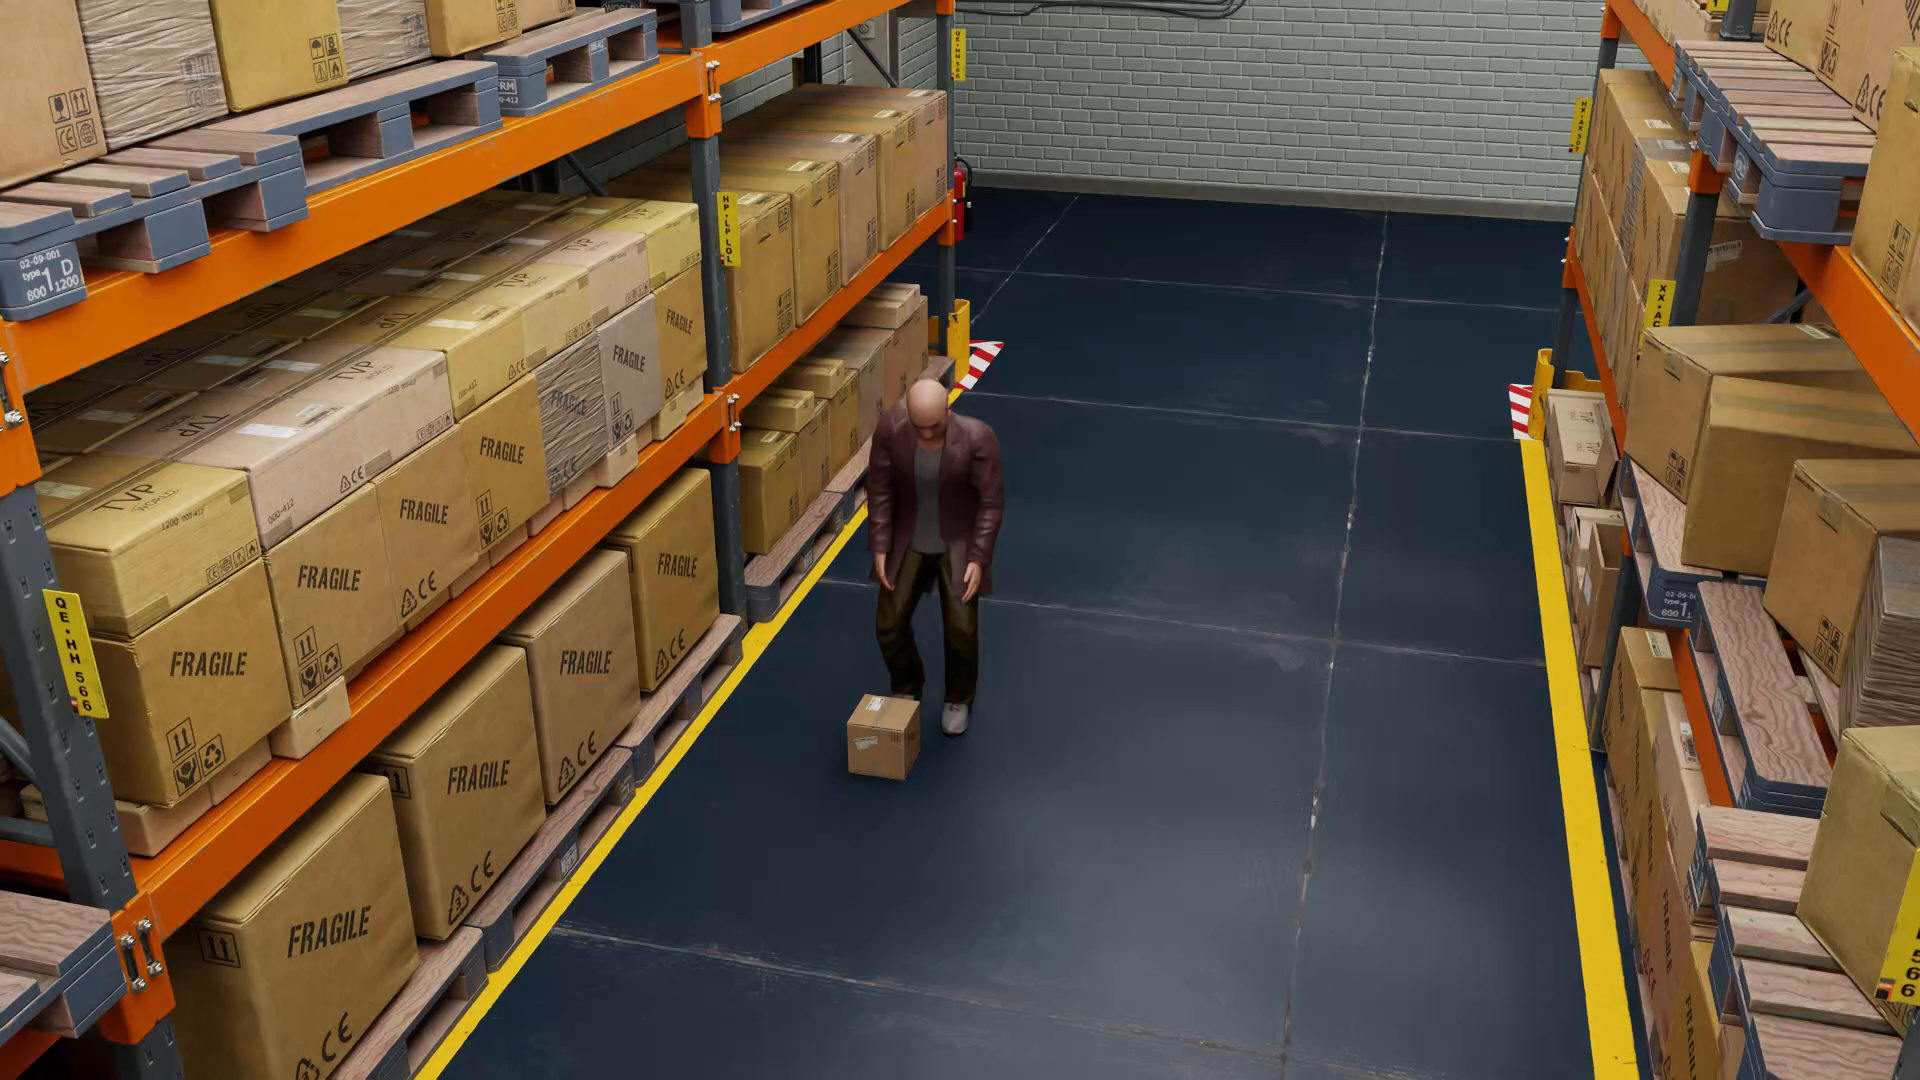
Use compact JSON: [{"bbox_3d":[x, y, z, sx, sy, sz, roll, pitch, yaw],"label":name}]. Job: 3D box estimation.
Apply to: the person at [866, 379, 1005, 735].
[{"bbox_3d":[-0.100,0.041,7.198,0.611,1.654,0.522,7,26,14],"label":"person"}]
